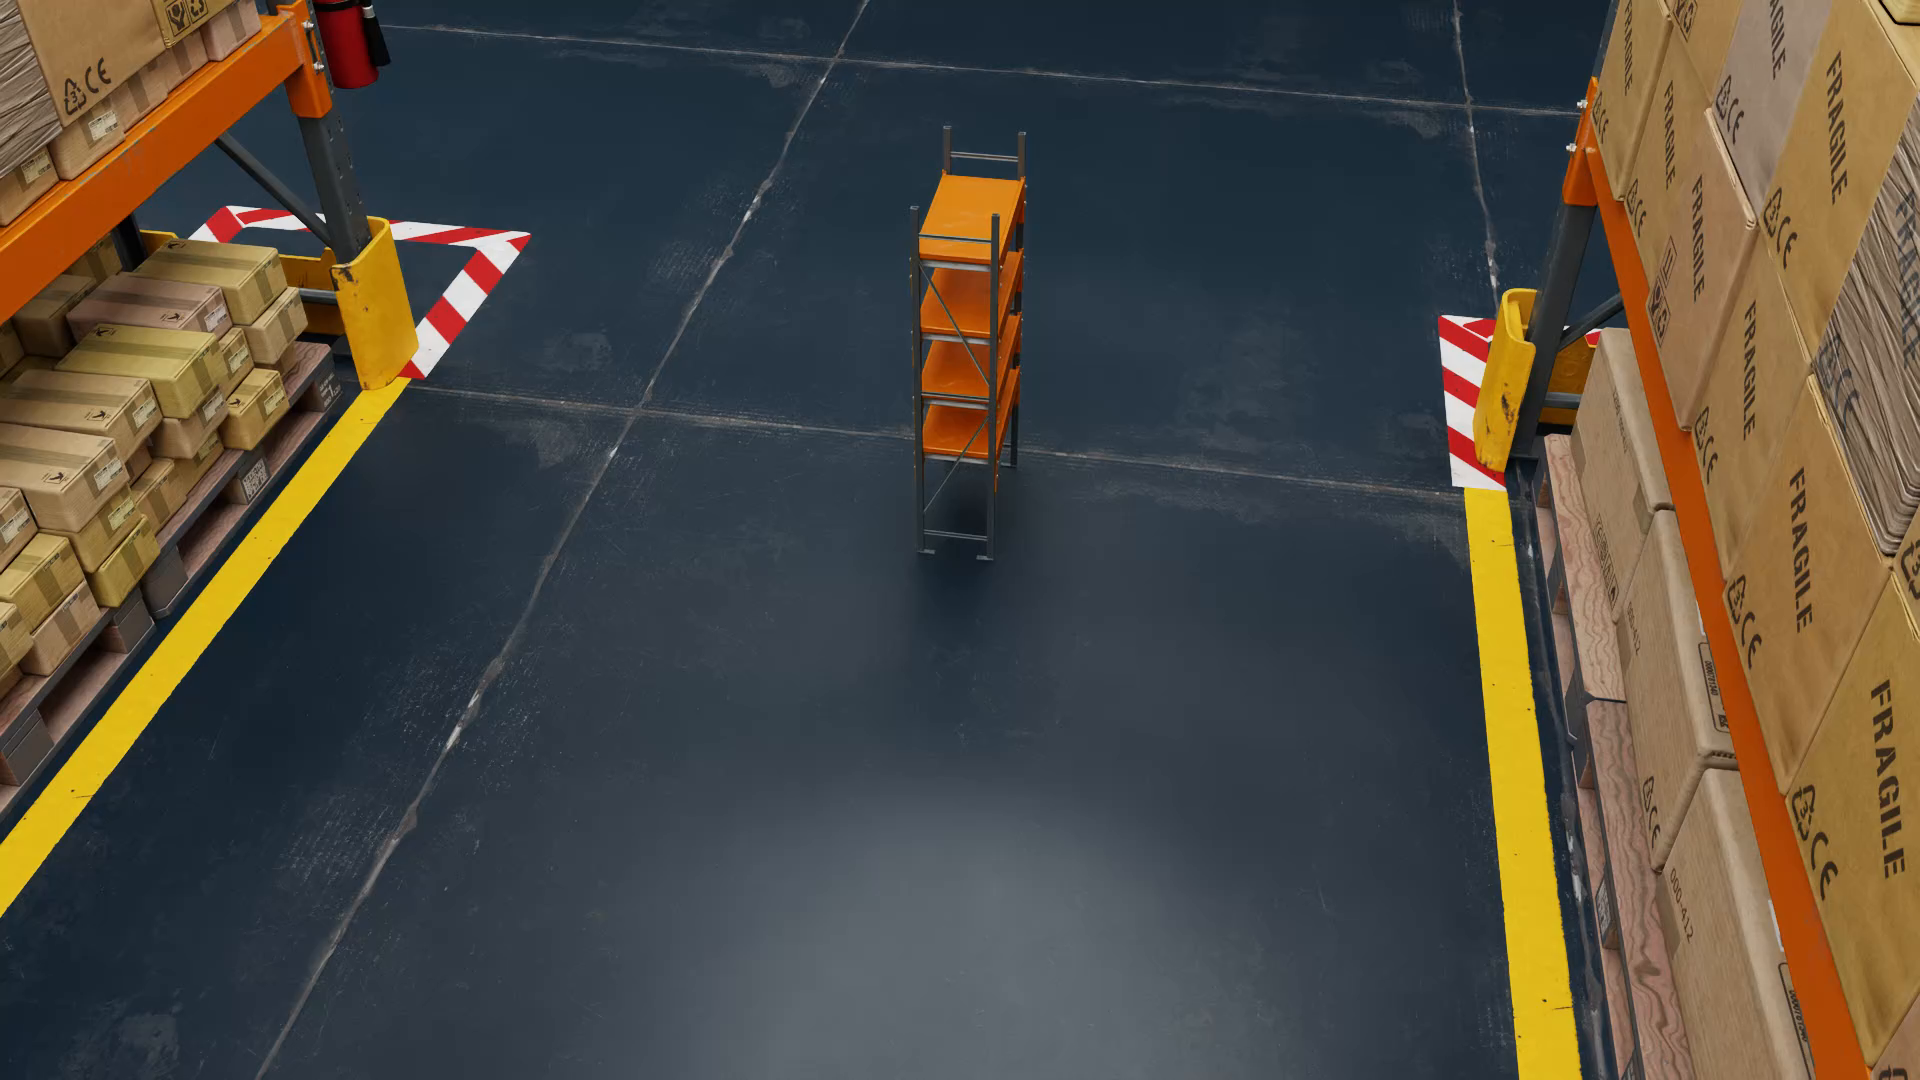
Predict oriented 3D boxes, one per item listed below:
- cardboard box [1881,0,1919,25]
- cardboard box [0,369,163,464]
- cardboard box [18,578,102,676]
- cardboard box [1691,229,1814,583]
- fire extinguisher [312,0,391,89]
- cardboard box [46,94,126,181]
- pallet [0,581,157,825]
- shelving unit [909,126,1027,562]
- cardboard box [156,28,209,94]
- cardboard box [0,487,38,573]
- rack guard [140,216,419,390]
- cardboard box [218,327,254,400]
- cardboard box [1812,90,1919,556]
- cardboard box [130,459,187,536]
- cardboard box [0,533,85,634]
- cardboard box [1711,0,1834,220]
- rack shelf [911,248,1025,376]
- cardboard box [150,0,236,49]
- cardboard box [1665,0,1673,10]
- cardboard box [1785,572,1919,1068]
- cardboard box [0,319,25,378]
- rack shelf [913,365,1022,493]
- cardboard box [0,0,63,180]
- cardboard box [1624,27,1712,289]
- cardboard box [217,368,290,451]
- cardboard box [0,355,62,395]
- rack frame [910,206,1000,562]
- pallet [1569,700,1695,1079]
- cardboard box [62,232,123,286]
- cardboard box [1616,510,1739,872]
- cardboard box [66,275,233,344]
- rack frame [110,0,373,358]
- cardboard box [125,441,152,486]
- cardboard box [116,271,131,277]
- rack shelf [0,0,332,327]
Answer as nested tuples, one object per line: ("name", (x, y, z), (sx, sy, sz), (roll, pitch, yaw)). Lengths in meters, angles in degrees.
("cardboard box", (1.680, -0.930, 2.649), (0.380, 0.149, 0.250), (5, 40, 7))
("cardboard box", (-2.538, -0.348, 4.758), (0.380, 0.149, 0.250), (5, 40, 6))
("cardboard box", (-2.609, 0.212, 4.547), (0.380, 0.149, 0.250), (7, 40, 9))
("cardboard box", (1.722, -0.232, 3.098), (0.500, 0.500, 0.500), (8, 40, 9))
("fire extinguisher", (-2.071, -1.833, 5.467), (0.296, 0.674, 0.183), (6, 40, 8))
("cardboard box", (-2.476, -1.093, 4.415), (0.380, 0.149, 0.250), (7, 40, 9))
("pallet", (-2.971, 0.492, 4.489), (1.003, 0.211, 1.213), (6, 40, 8))
("shelving unit", (0.029, -0.566, 4.993), (0.258, 1.200, 0.503), (6, 40, 8))
("cardboard box", (-2.427, -1.415, 4.805), (0.380, 0.149, 0.250), (6, 40, 8))
("cardboard box", (-2.684, -0.020, 4.362), (0.380, 0.149, 0.250), (5, 40, 6))
("rack guard", (-2.582, -0.889, 5.932), (1.175, 0.500, 0.348), (6, 40, 8))
("cardboard box", (-2.477, -0.557, 5.243), (0.380, 0.149, 0.250), (6, 40, 7))
("cardboard box", (1.616, -0.295, 2.390), (0.500, 0.500, 0.500), (7, 40, 8))
("cardboard box", (-2.560, -0.124, 4.954), (0.380, 0.149, 0.250), (7, 40, 8))
("cardboard box", (-2.607, 0.097, 4.453), (0.380, 0.149, 0.250), (8, 40, 10))
("cardboard box", (1.797, -0.922, 3.148), (0.500, 0.500, 0.500), (6, 40, 7))
("rack shelf", (0.029, -0.687, 4.894), (0.258, 0.148, 0.480), (6, 40, 8))
("cardboard box", (-2.393, -1.742, 4.691), (0.500, 0.500, 0.500), (7, 40, 9))
("cardboard box", (1.961, -1.571, 3.933), (0.500, 0.500, 0.500), (6, 40, 7))
("cardboard box", (1.544, 0.412, 2.319), (0.500, 0.500, 0.500), (5, 40, 7))
("cardboard box", (-3.093, -0.570, 5.027), (0.380, 0.149, 0.250), (6, 40, 8))
("rack shelf", (0.029, -0.361, 5.163), (0.258, 0.148, 0.480), (6, 40, 8))
("cardboard box", (-2.565, -1.100, 3.915), (0.500, 0.500, 0.500), (7, 40, 8))
("cardboard box", (1.898, -0.866, 3.864), (0.500, 0.500, 0.500), (6, 40, 7))
("cardboard box", (-2.399, -0.437, 5.332), (0.380, 0.149, 0.250), (8, 40, 9))
("cardboard box", (-2.970, -0.448, 5.112), (0.380, 0.149, 0.250), (7, 40, 8))
("rack frame", (-0.014, -0.413, 4.808), (0.240, 1.200, 0.015), (6, 40, 8))
("pallet", (2.049, 0.931, 3.958), (1.003, 0.211, 1.213), (6, 40, 8))
("cardboard box", (-2.994, -0.901, 5.426), (0.380, 0.149, 0.250), (5, 40, 6))
("cardboard box", (2.158, 0.409, 4.083), (0.875, 0.438, 0.875), (7, 40, 9))
("cardboard box", (-2.511, -0.680, 5.160), (0.380, 0.149, 0.250), (7, 40, 9))
("rack frame", (-2.569, -1.900, 5.194), (1.000, 3.000, 0.127), (6, 40, 8))
("cardboard box", (-2.615, -0.231, 4.850), (0.380, 0.149, 0.250), (6, 40, 7))
("cardboard box", (-2.912, -0.777, 5.510), (0.380, 0.149, 0.250), (8, 40, 10))
("rack shelf", (-2.915, -0.367, 3.905), (1.077, 0.370, 4.000), (6, 40, 8))
